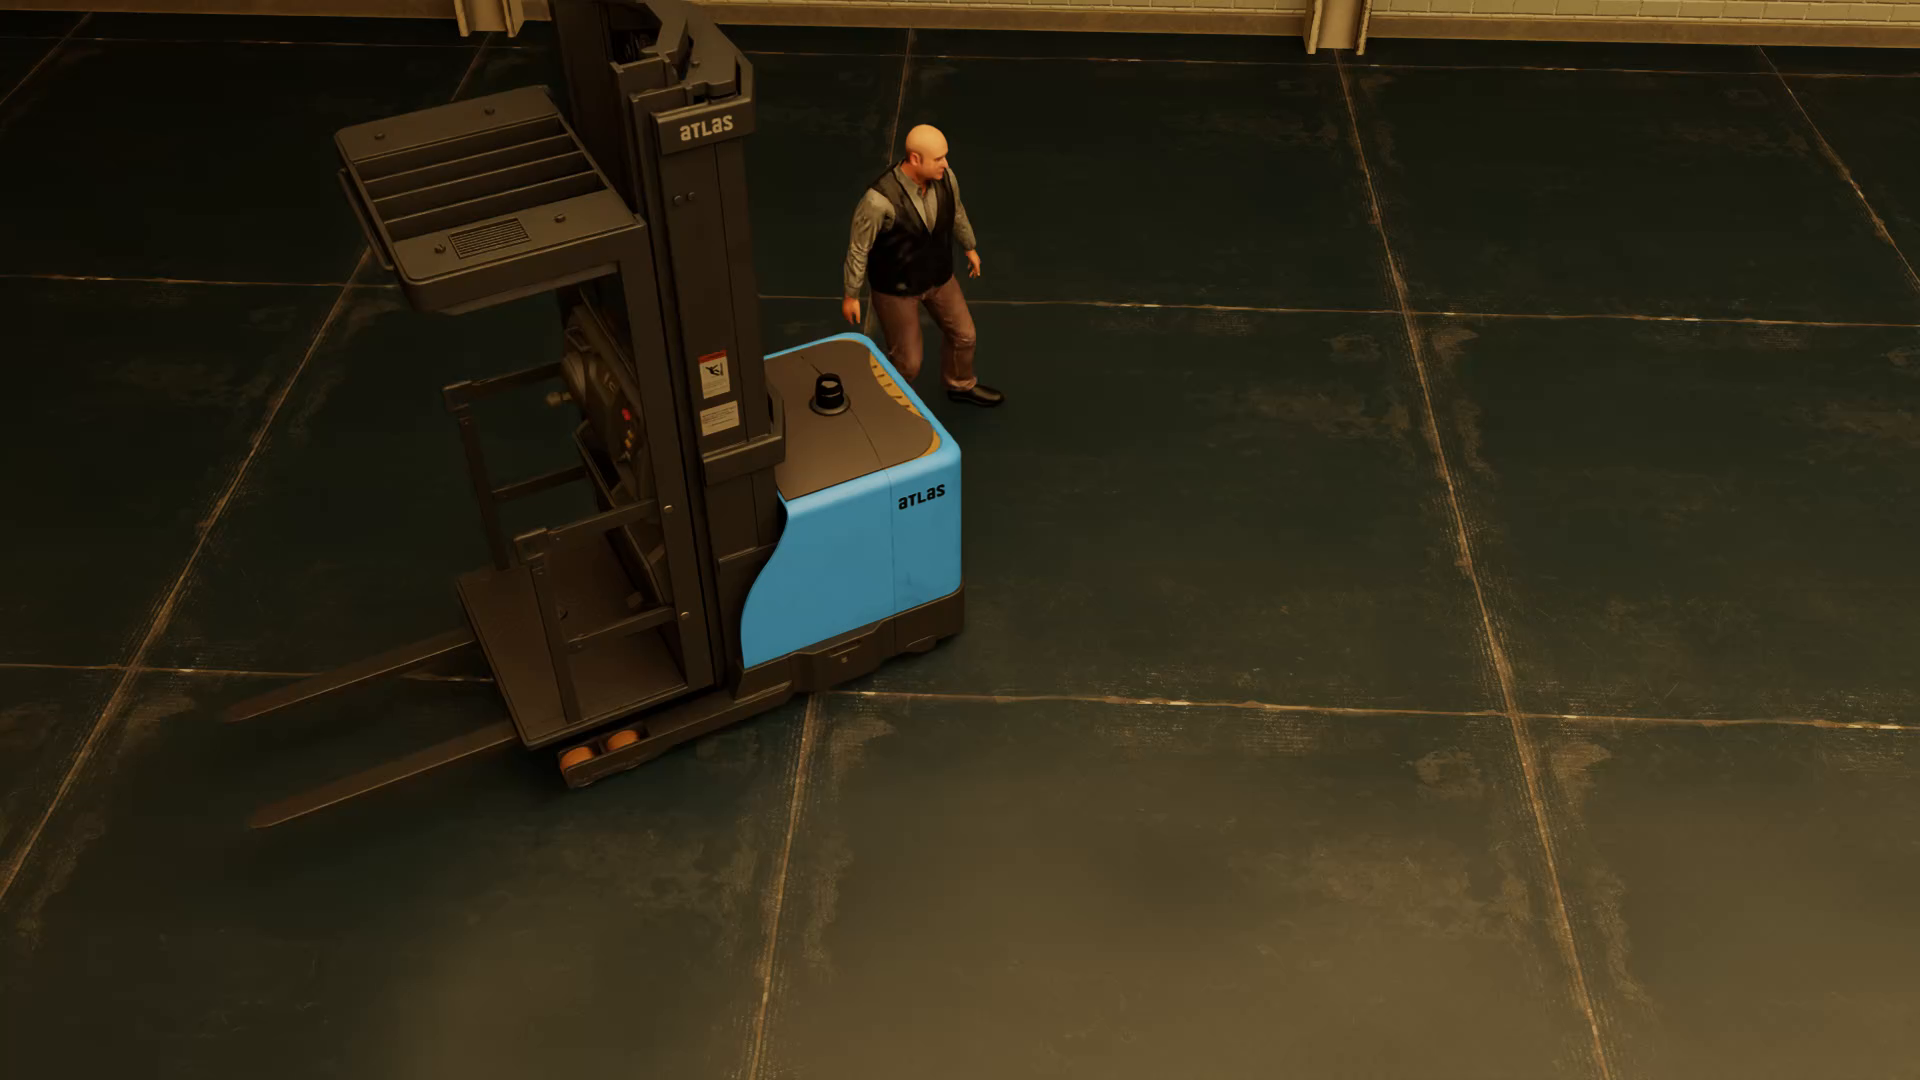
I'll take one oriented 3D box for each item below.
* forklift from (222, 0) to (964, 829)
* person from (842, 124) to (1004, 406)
[{"bbox_3d":[-1.528,-0.483,6.271,3.031,2.935,1.130,-19,46,-20],"label":"forklift"},{"bbox_3d":[-0.194,-1.263,8.047,0.827,1.695,0.386,-30,50,-29],"label":"person"}]
